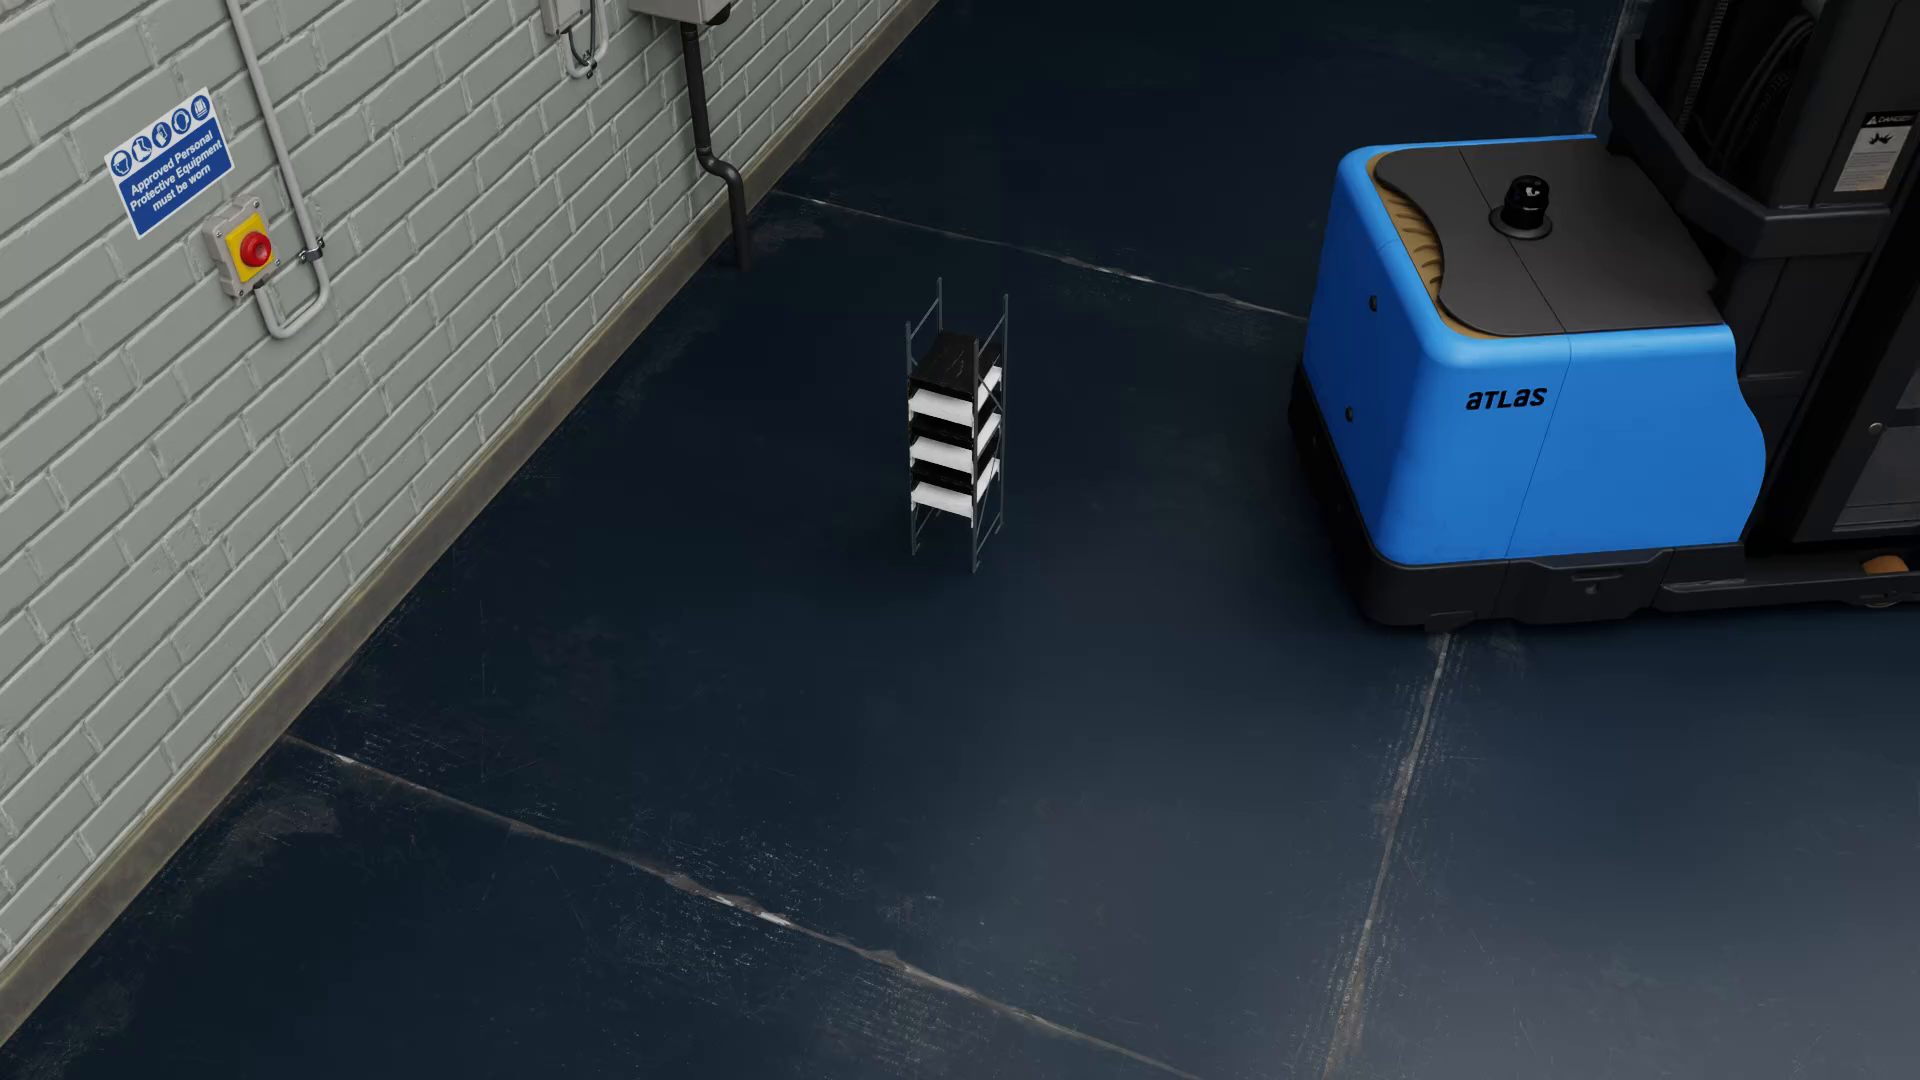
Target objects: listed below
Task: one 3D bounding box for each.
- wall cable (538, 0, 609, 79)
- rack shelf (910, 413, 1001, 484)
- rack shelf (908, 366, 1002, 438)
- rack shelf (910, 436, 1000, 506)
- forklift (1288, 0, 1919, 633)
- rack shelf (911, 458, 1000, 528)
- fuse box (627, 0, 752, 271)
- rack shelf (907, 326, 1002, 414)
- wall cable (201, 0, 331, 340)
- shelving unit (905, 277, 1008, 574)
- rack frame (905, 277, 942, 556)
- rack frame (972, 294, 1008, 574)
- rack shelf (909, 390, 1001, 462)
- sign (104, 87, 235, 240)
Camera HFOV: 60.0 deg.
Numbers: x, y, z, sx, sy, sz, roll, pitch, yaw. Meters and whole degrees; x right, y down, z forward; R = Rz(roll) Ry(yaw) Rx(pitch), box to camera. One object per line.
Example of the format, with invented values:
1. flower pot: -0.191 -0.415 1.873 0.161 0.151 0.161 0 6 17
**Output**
1. wall cable: -1.189 -2.068 4.481 0.122 1.984 0.588 16 47 16
2. rack shelf: -0.007 -0.298 4.958 0.200 0.077 0.258 16 47 16
3. rack shelf: -0.007 -0.425 4.831 0.200 0.077 0.258 16 47 16
4. rack shelf: -0.007 -0.234 5.022 0.200 0.077 0.258 16 47 16
5. forklift: 2.645 -1.203 4.381 3.031 2.935 1.130 -4 45 -4
6. rack shelf: -0.007 -0.170 5.085 0.200 0.077 0.258 16 47 16
7. fuse box: -0.781 -1.652 5.697 0.414 1.711 0.539 16 47 16
8. rack shelf: -0.007 -0.489 4.768 0.200 0.077 0.258 16 47 16
9. wall cable: -1.724 -1.152 3.539 0.123 1.953 0.585 16 47 16
10. shelving unit: -0.007 -0.321 4.935 0.210 0.900 0.258 16 47 16
11. rack frame: -0.101 -0.349 4.963 0.006 0.900 0.240 16 47 16
12. rack frame: 0.086 -0.294 4.907 0.006 0.900 0.240 16 47 16
13. rack shelf: -0.007 -0.361 4.895 0.200 0.077 0.258 16 47 16
14. sign: -1.799 -0.862 3.798 0.001 0.218 0.327 16 47 16
